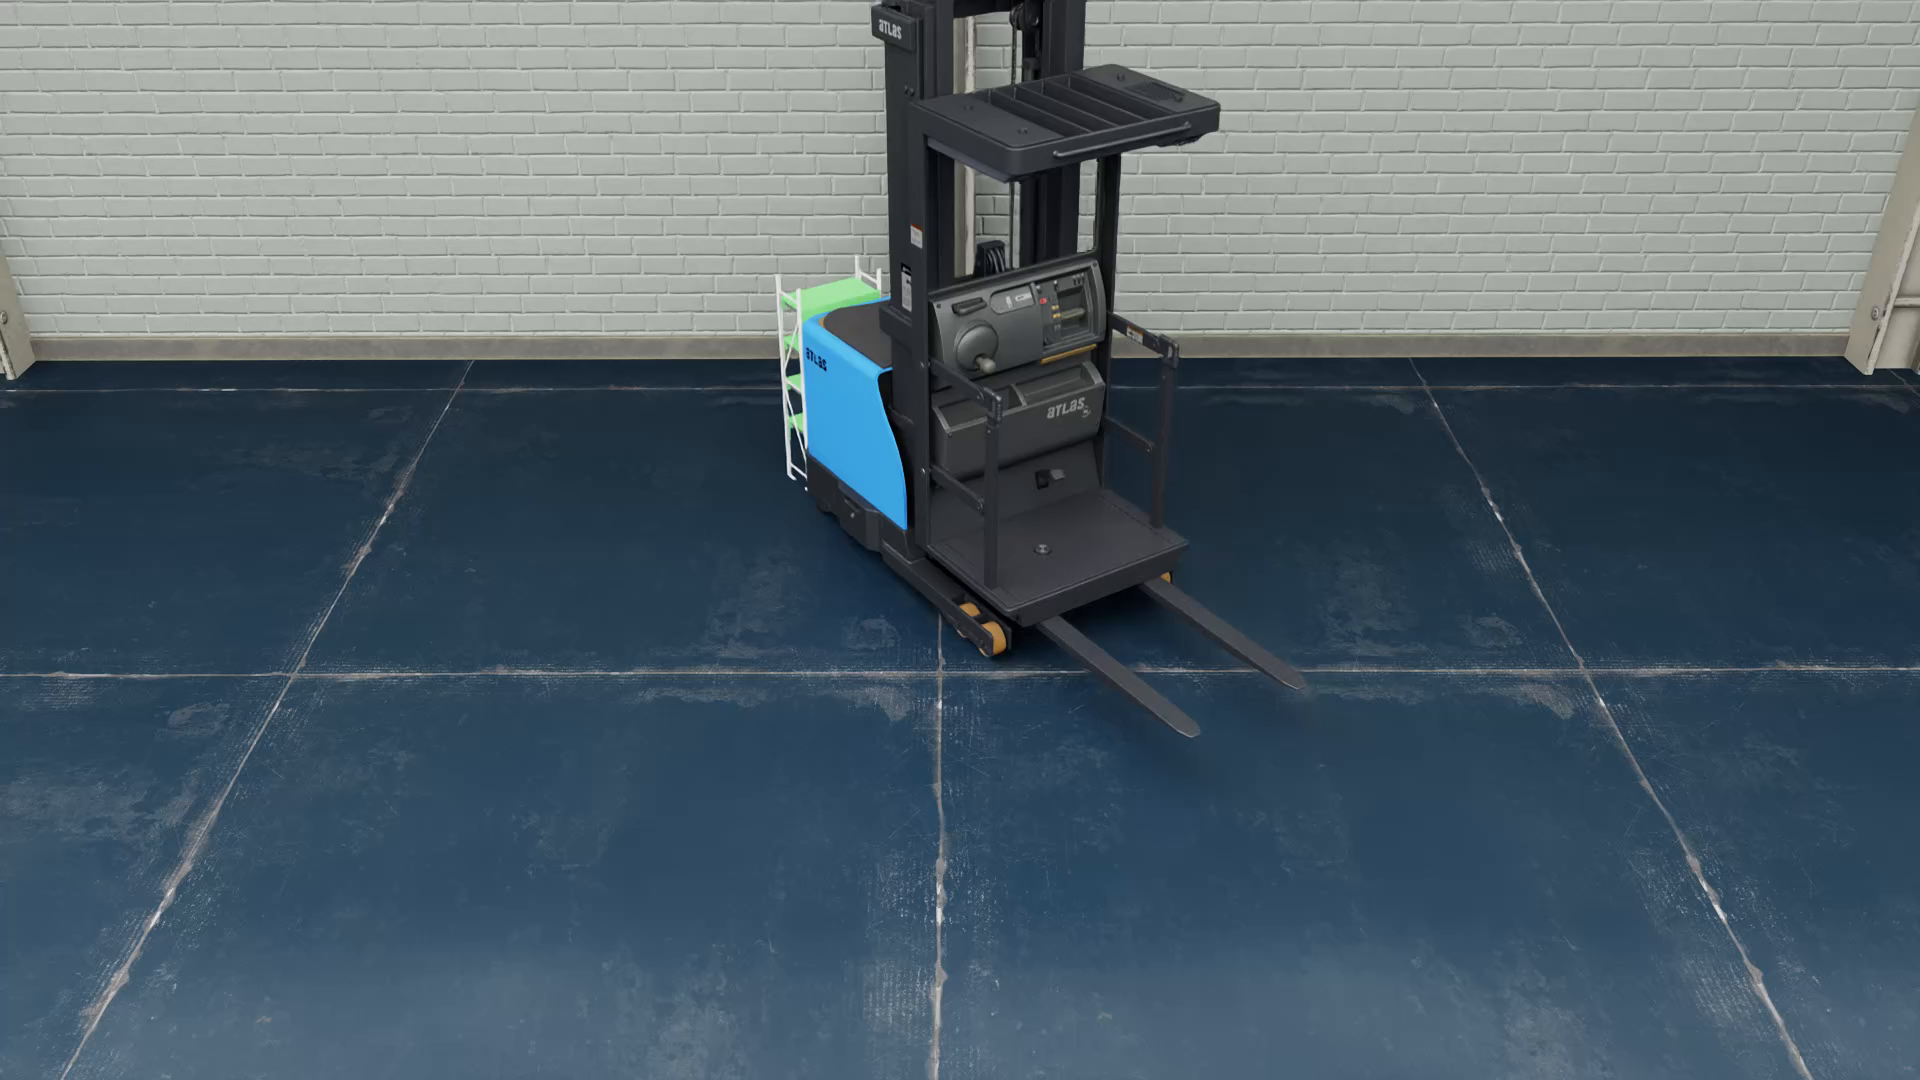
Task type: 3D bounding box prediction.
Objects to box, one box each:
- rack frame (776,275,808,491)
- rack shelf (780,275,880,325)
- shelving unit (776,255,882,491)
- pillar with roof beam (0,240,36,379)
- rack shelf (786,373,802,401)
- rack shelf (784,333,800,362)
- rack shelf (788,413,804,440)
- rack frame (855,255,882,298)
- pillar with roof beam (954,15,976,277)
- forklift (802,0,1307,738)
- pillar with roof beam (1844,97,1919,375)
[{"bbox_3d":[-0.895,-0.828,8.958,0.015,1.200,0.240,-19,36,-29],"label":"rack frame"},{"bbox_3d":[-0.693,-1.255,8.859,0.480,0.148,0.258,-19,36,-29],"label":"rack shelf"},{"bbox_3d":[-0.693,-0.899,9.075,0.503,1.200,0.258,-19,36,-29],"label":"shelving unit"},{"bbox_3d":[-6.086,-2.699,4.524,0.400,9.000,9.100,0,31,0],"label":"pillar with roof beam"},{"bbox_3d":[-0.693,-0.844,9.108,0.480,0.148,0.258,-19,36,-29],"label":"rack shelf"},{"bbox_3d":[-0.693,-1.050,8.984,0.480,0.148,0.258,-19,36,-29],"label":"rack shelf"},{"bbox_3d":[-0.693,-0.639,9.233,0.480,0.148,0.258,-19,36,-29],"label":"rack shelf"},{"bbox_3d":[-0.491,-0.970,9.192,0.015,1.200,0.240,-19,36,-29],"label":"rack frame"},{"bbox_3d":[-0.086,-2.718,4.555,0.400,9.000,9.100,0,31,0],"label":"pillar with roof beam"},{"bbox_3d":[0.404,-0.984,7.547,1.130,2.935,3.031,-19,36,-28],"label":"forklift"},{"bbox_3d":[5.914,-2.737,4.586,0.400,9.000,9.100,0,31,0],"label":"pillar with roof beam"}]
